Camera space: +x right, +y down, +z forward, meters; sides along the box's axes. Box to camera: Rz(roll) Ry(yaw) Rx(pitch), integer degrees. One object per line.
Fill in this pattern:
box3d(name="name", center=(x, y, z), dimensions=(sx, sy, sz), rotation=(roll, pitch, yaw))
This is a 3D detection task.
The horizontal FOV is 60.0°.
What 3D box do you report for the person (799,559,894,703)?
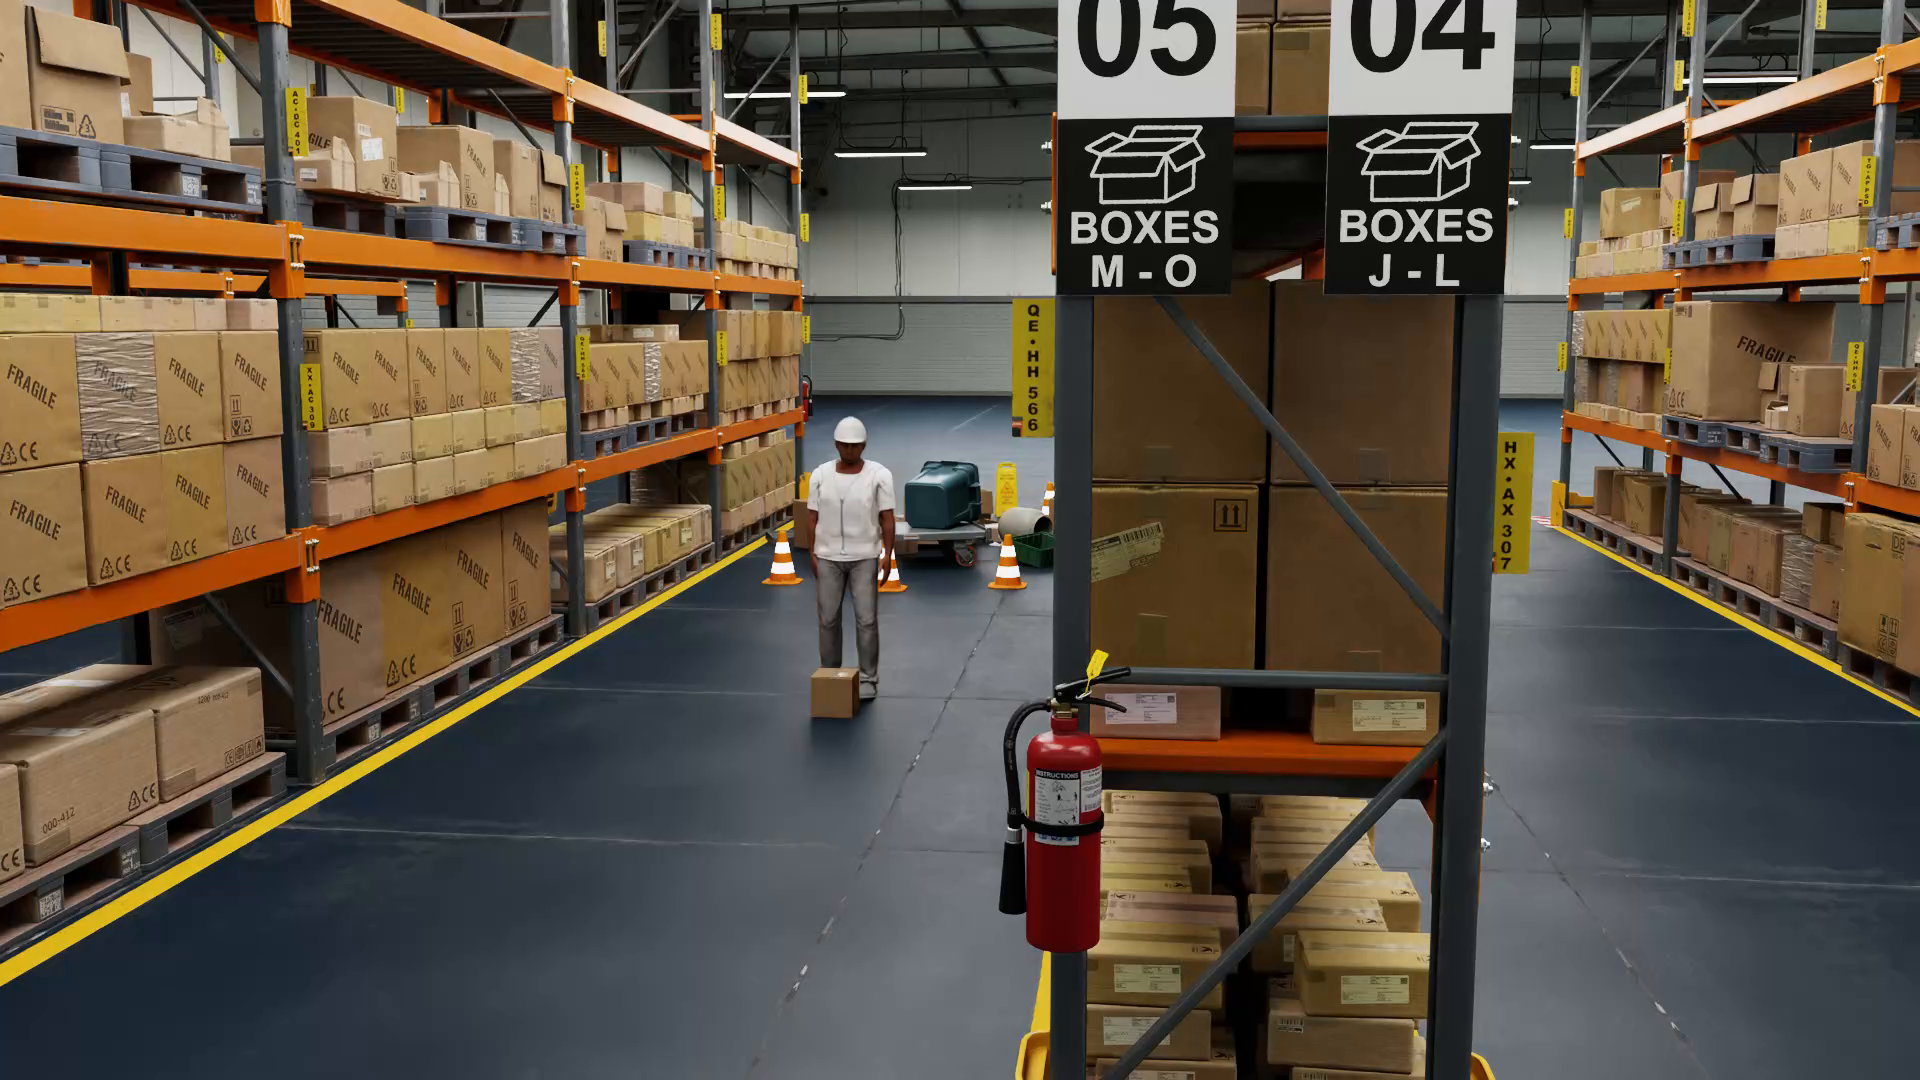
box3d(name="person", center=(-0.678, 0.539, 10.291), dimensions=(0.572, 0.942, 0.883), rotation=(1, 8, 6))
